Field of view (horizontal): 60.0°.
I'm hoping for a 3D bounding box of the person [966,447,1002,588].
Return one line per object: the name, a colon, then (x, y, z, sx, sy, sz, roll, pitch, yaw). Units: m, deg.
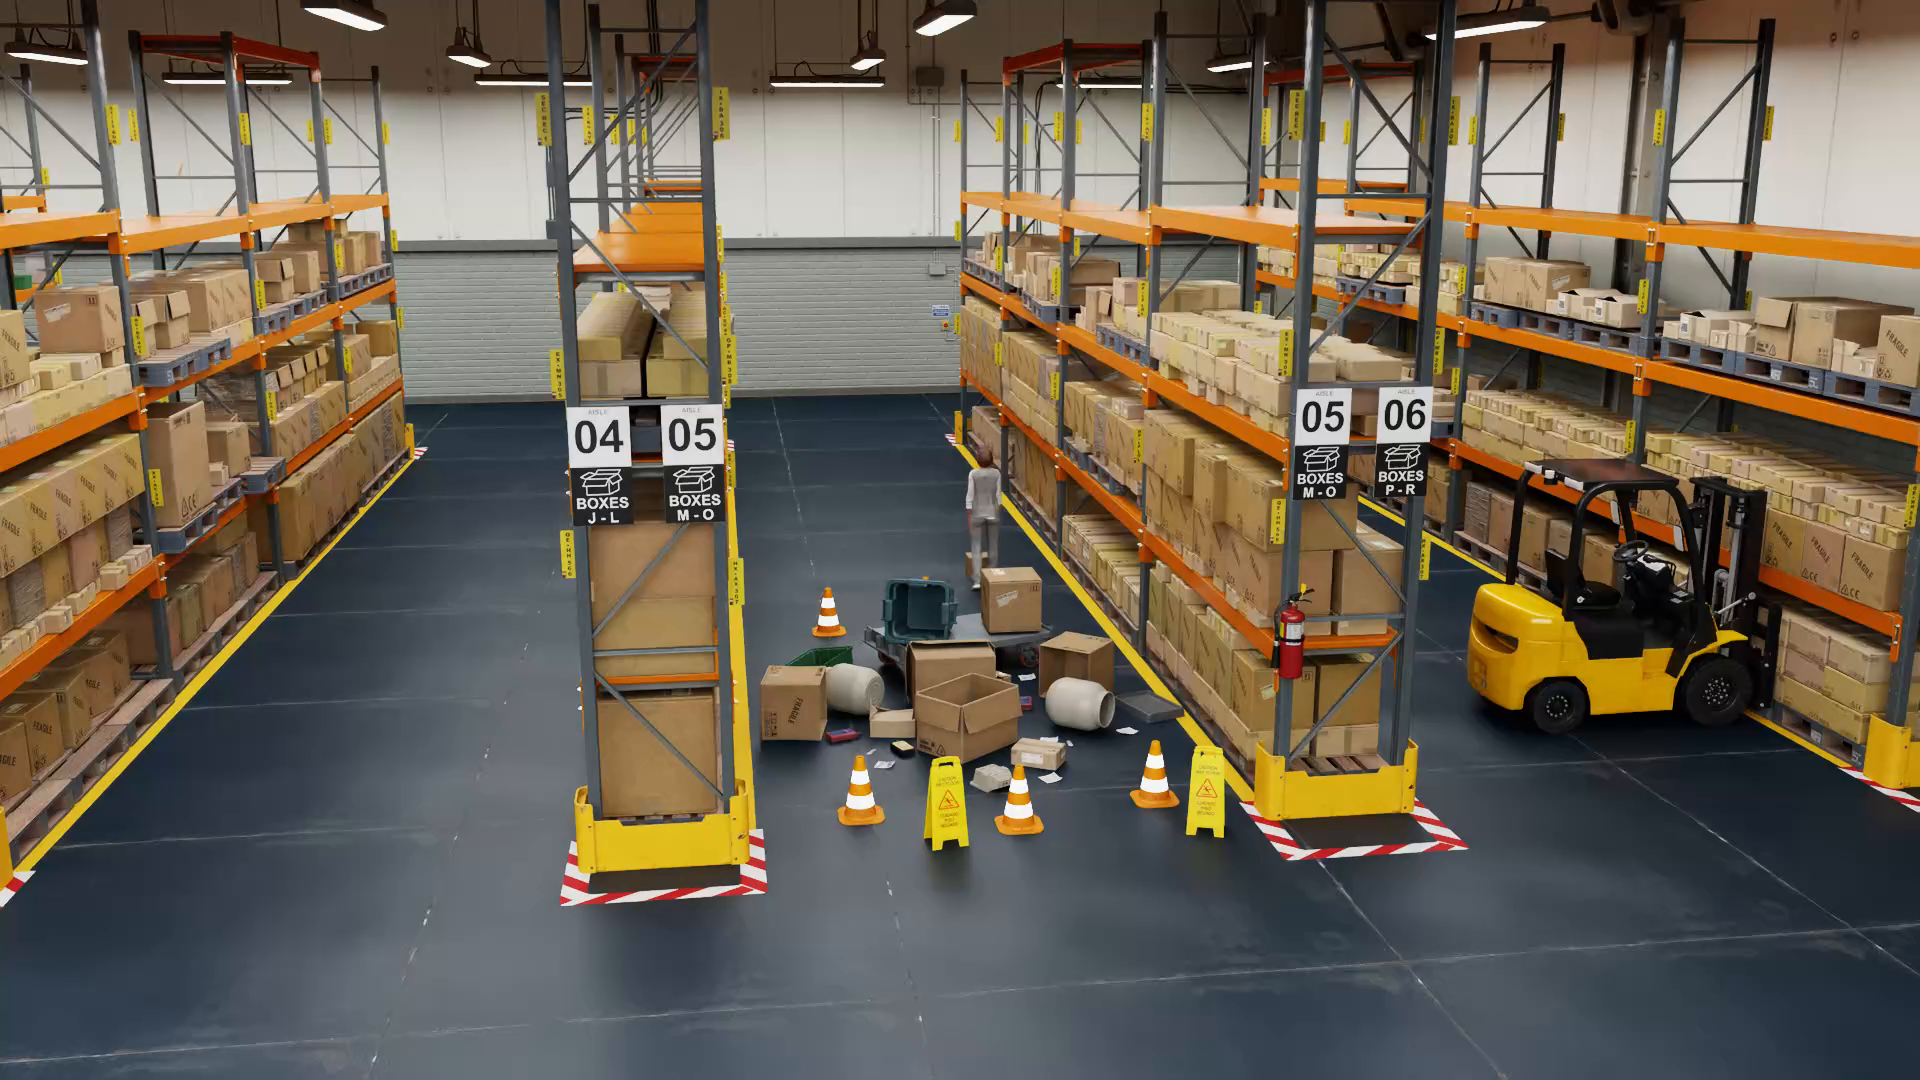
person: (0.265, -0.233, 18.569, 0.407, 1.634, 0.341, -2, 14, -7)
